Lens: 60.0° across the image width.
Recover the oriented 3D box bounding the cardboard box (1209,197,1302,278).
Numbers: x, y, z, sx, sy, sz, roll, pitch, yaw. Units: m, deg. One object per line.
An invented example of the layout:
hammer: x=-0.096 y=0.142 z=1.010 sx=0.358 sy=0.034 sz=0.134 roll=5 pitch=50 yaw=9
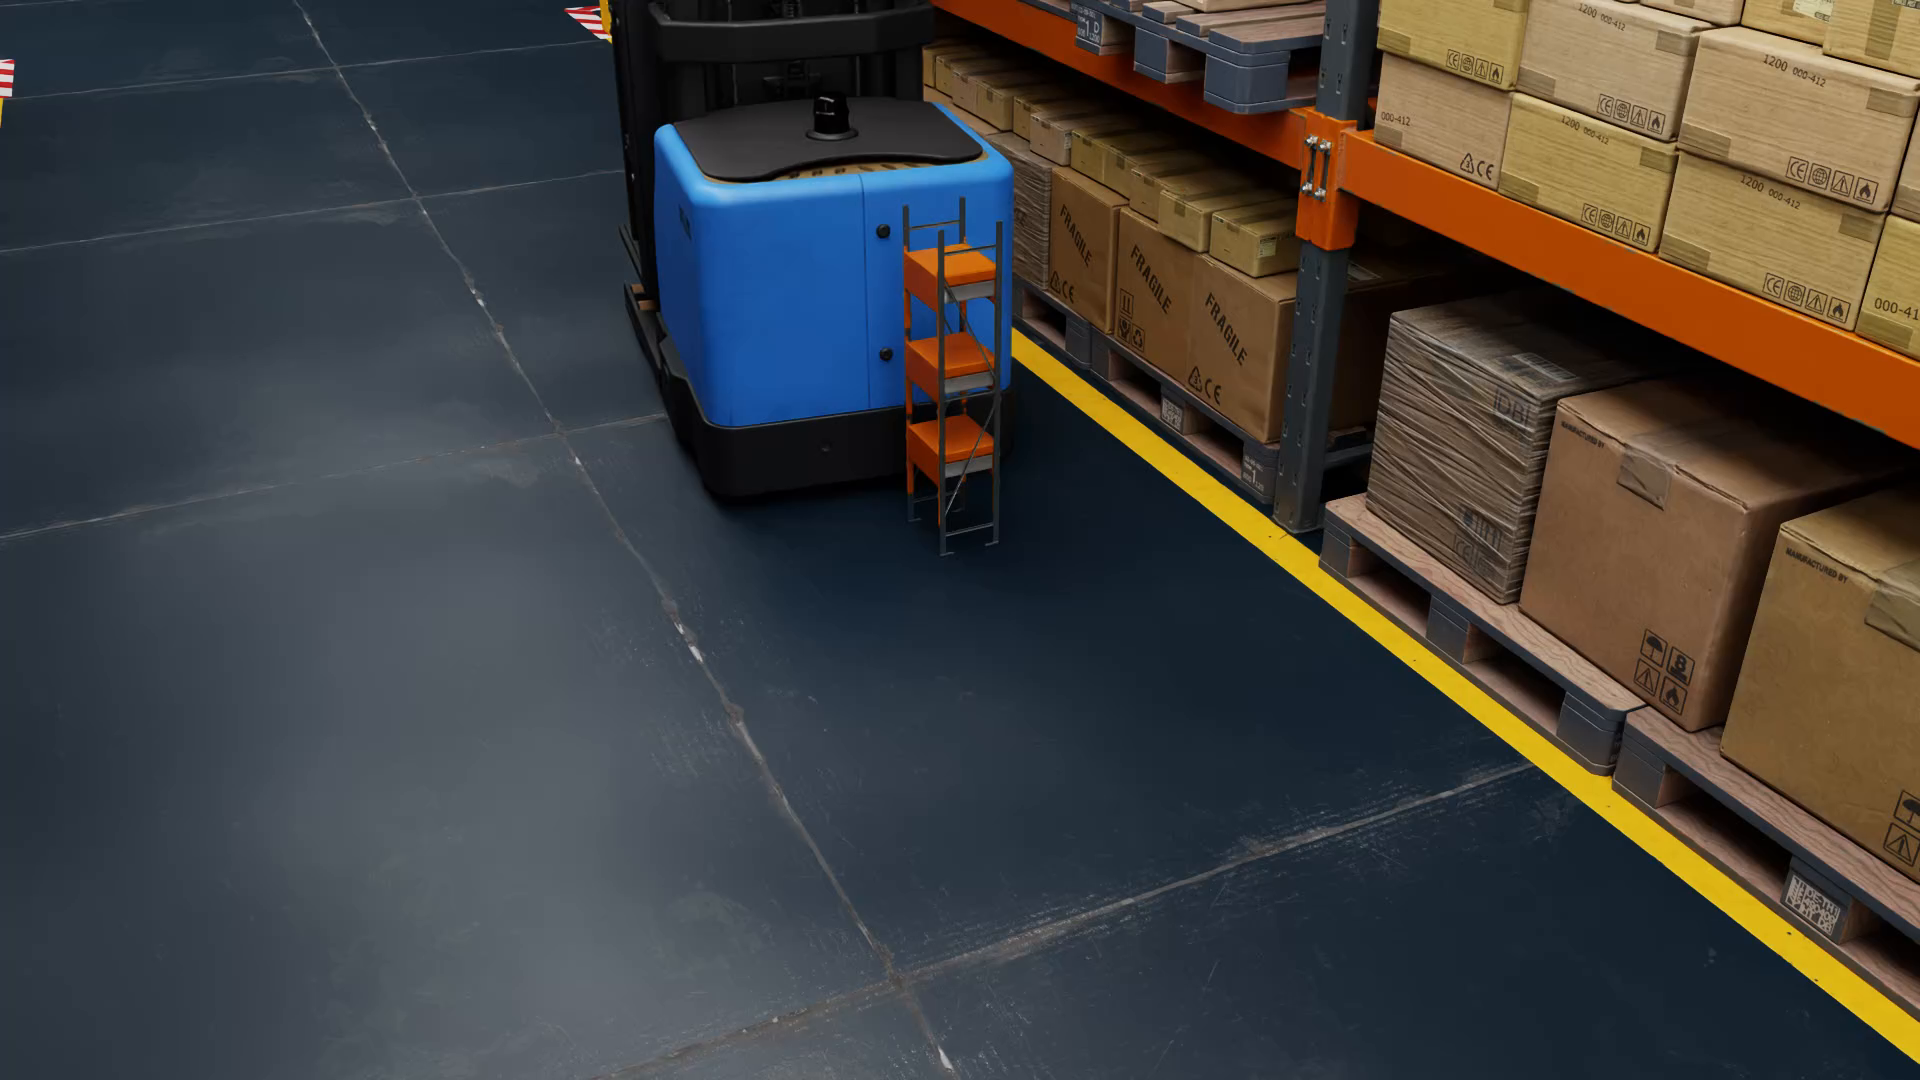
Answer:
cardboard box: x=1.041 y=-0.989 z=5.410 sx=0.380 sy=0.149 sz=0.250 roll=-15 pitch=32 yaw=-24

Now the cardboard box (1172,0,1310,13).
cardboard box: x=0.853 y=-1.731 z=5.098 sx=0.380 sy=0.149 sz=0.250 roll=-12 pitch=32 yaw=-21

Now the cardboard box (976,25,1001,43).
cardboard box: x=0.300 y=-2.374 z=7.880 sx=0.380 sy=0.149 sz=0.250 roll=-13 pitch=32 yaw=-22

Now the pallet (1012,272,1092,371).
pallet: x=0.675 y=-1.108 z=7.010 sx=1.003 sy=0.211 sz=1.213 roll=-13 pitch=32 yaw=-22

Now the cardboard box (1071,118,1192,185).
cardboard box: x=0.642 y=-1.465 z=6.259 sx=0.380 sy=0.149 sz=0.250 roll=-14 pitch=32 yaw=-23

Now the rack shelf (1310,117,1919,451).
rack shelf: x=2.340 y=-0.251 z=3.366 sx=1.077 sy=0.370 sz=4.000 roll=-13 pitch=32 yaw=-22

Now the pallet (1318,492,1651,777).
pallet: x=1.800 y=0.140 z=4.785 sx=1.003 sy=0.211 sz=1.213 roll=-13 pitch=32 yaw=-22

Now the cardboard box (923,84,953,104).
cardboard box: x=0.006 y=-1.814 z=7.544 sx=0.500 sy=0.500 sz=0.500 roll=-14 pitch=32 yaw=-23

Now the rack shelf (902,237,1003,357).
rack shelf: x=-0.023 y=-0.720 z=4.902 sx=0.215 sy=0.259 sz=0.240 roll=-13 pitch=32 yaw=-22

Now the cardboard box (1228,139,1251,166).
cardboard box: x=1.237 y=-1.475 z=6.277 sx=0.380 sy=0.149 sz=0.250 roll=-15 pitch=32 yaw=-24

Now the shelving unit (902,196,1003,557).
shelving unit: x=-0.023 y=-0.482 z=5.035 sx=0.215 sy=1.050 sz=0.252 roll=-13 pitch=32 yaw=-22

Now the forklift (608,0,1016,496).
forklift: x=-0.745 y=-2.126 z=6.045 sx=1.130 sy=2.935 sz=3.031 roll=-9 pitch=30 yaw=-15

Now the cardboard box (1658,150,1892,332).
cardboard box: x=1.890 y=-0.686 z=3.560 sx=0.500 sy=0.250 sz=0.500 roll=-14 pitch=32 yaw=-24

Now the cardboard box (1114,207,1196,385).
cardboard box: x=0.900 y=-0.906 z=5.925 sx=0.500 sy=0.500 sz=0.500 roll=-14 pitch=32 yaw=-23

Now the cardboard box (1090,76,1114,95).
cardboard box: x=0.777 y=-1.926 z=7.081 sx=0.380 sy=0.149 sz=0.250 roll=-13 pitch=32 yaw=-21

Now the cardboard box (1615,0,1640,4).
cardboard box: x=1.601 y=-1.346 z=3.819 sx=0.380 sy=0.149 sz=0.250 roll=-12 pitch=32 yaw=-21

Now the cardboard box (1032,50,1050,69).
cardboard box: x=0.546 y=-2.161 z=7.500 sx=0.380 sy=0.149 sz=0.250 roll=-15 pitch=32 yaw=-24

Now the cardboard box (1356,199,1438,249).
cardboard box: x=1.539 y=-1.120 z=5.643 sx=0.380 sy=0.149 sz=0.250 roll=-11 pitch=31 yaw=-19

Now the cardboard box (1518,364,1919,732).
cardboard box: x=2.024 y=-0.030 z=4.236 sx=0.875 sy=0.625 sz=0.625 roll=-12 pitch=31 yaw=-20

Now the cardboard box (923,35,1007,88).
cardboard box: x=-0.013 y=-2.160 z=7.498 sx=0.380 sy=0.149 sz=0.250 roll=-15 pitch=33 yaw=-25

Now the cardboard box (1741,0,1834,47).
cardboard box: x=1.860 y=-1.129 z=3.431 sx=0.380 sy=0.149 sz=0.250 roll=-13 pitch=32 yaw=-21

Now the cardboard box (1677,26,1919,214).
cardboard box: x=1.874 y=-0.897 z=3.425 sx=0.500 sy=0.250 sz=0.500 roll=-14 pitch=32 yaw=-23

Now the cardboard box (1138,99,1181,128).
cardboard box: x=0.936 y=-1.680 z=6.642 sx=0.380 sy=0.149 sz=0.250 roll=-13 pitch=32 yaw=-22

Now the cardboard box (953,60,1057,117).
cardboard box: x=0.191 y=-1.923 z=7.076 sx=0.380 sy=0.149 sz=0.250 roll=-13 pitch=32 yaw=-22

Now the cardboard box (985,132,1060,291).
cardboard box: x=0.433 y=-1.362 z=6.739 sx=0.500 sy=0.500 sz=0.500 roll=-14 pitch=32 yaw=-24

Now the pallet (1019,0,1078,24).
pallet: x=0.642 y=-2.223 z=6.343 sx=1.003 sy=0.211 sz=1.213 roll=-13 pitch=32 yaw=-22

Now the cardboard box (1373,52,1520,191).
cardboard box: x=1.451 y=-1.135 z=4.361 sx=0.500 sy=0.250 sz=0.500 roll=-13 pitch=32 yaw=-22

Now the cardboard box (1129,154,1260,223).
cardboard box: x=0.822 y=-1.229 z=5.837 sx=0.380 sy=0.149 sz=0.250 roll=-14 pitch=32 yaw=-24

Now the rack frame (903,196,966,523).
rack frame: x=-0.075 y=-0.535 z=5.131 sx=0.200 sy=1.050 sz=0.008 roll=-13 pitch=32 yaw=-22

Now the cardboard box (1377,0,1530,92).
cardboard box: x=1.429 y=-1.348 z=4.230 sx=0.500 sy=0.250 sz=0.500 roll=-13 pitch=32 yaw=-22

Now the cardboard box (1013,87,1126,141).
cardboard box: x=0.437 y=-1.700 z=6.678 sx=0.380 sy=0.149 sz=0.250 roll=-13 pitch=32 yaw=-22

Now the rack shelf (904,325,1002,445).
rack shelf: x=-0.023 y=-0.472 z=5.041 sx=0.215 sy=0.259 sz=0.240 roll=-13 pitch=32 yaw=-22

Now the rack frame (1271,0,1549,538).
rack frame: x=1.481 y=-1.448 z=4.766 sx=1.000 sy=3.000 sz=0.127 roll=-13 pitch=32 yaw=-22

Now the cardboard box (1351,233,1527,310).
cardboard box: x=1.554 y=-0.786 z=5.711 sx=0.500 sy=0.500 sz=0.500 roll=-12 pitch=31 yaw=-20
